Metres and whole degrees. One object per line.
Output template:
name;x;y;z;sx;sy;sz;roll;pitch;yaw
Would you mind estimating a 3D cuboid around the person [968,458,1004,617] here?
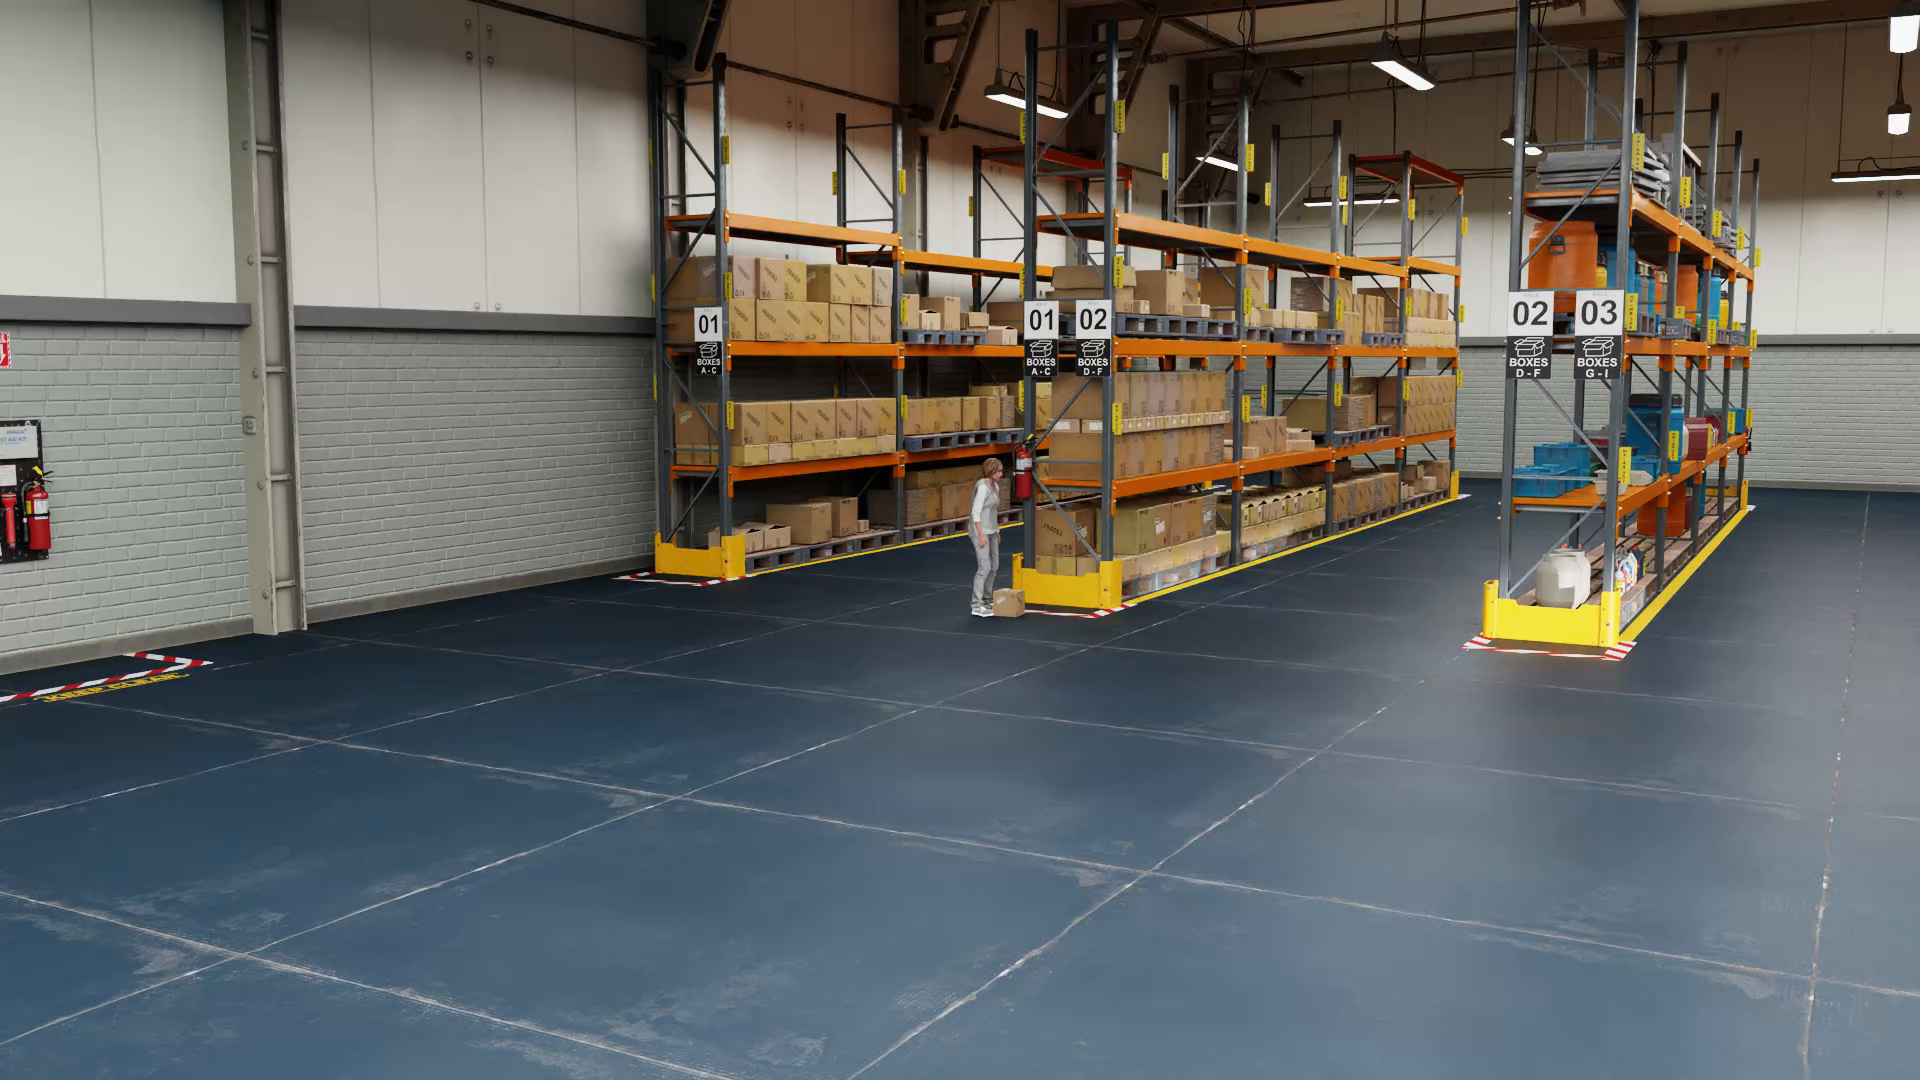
person;0.270;-0.038;16.926;0.345;1.592;0.465;3;7;24
